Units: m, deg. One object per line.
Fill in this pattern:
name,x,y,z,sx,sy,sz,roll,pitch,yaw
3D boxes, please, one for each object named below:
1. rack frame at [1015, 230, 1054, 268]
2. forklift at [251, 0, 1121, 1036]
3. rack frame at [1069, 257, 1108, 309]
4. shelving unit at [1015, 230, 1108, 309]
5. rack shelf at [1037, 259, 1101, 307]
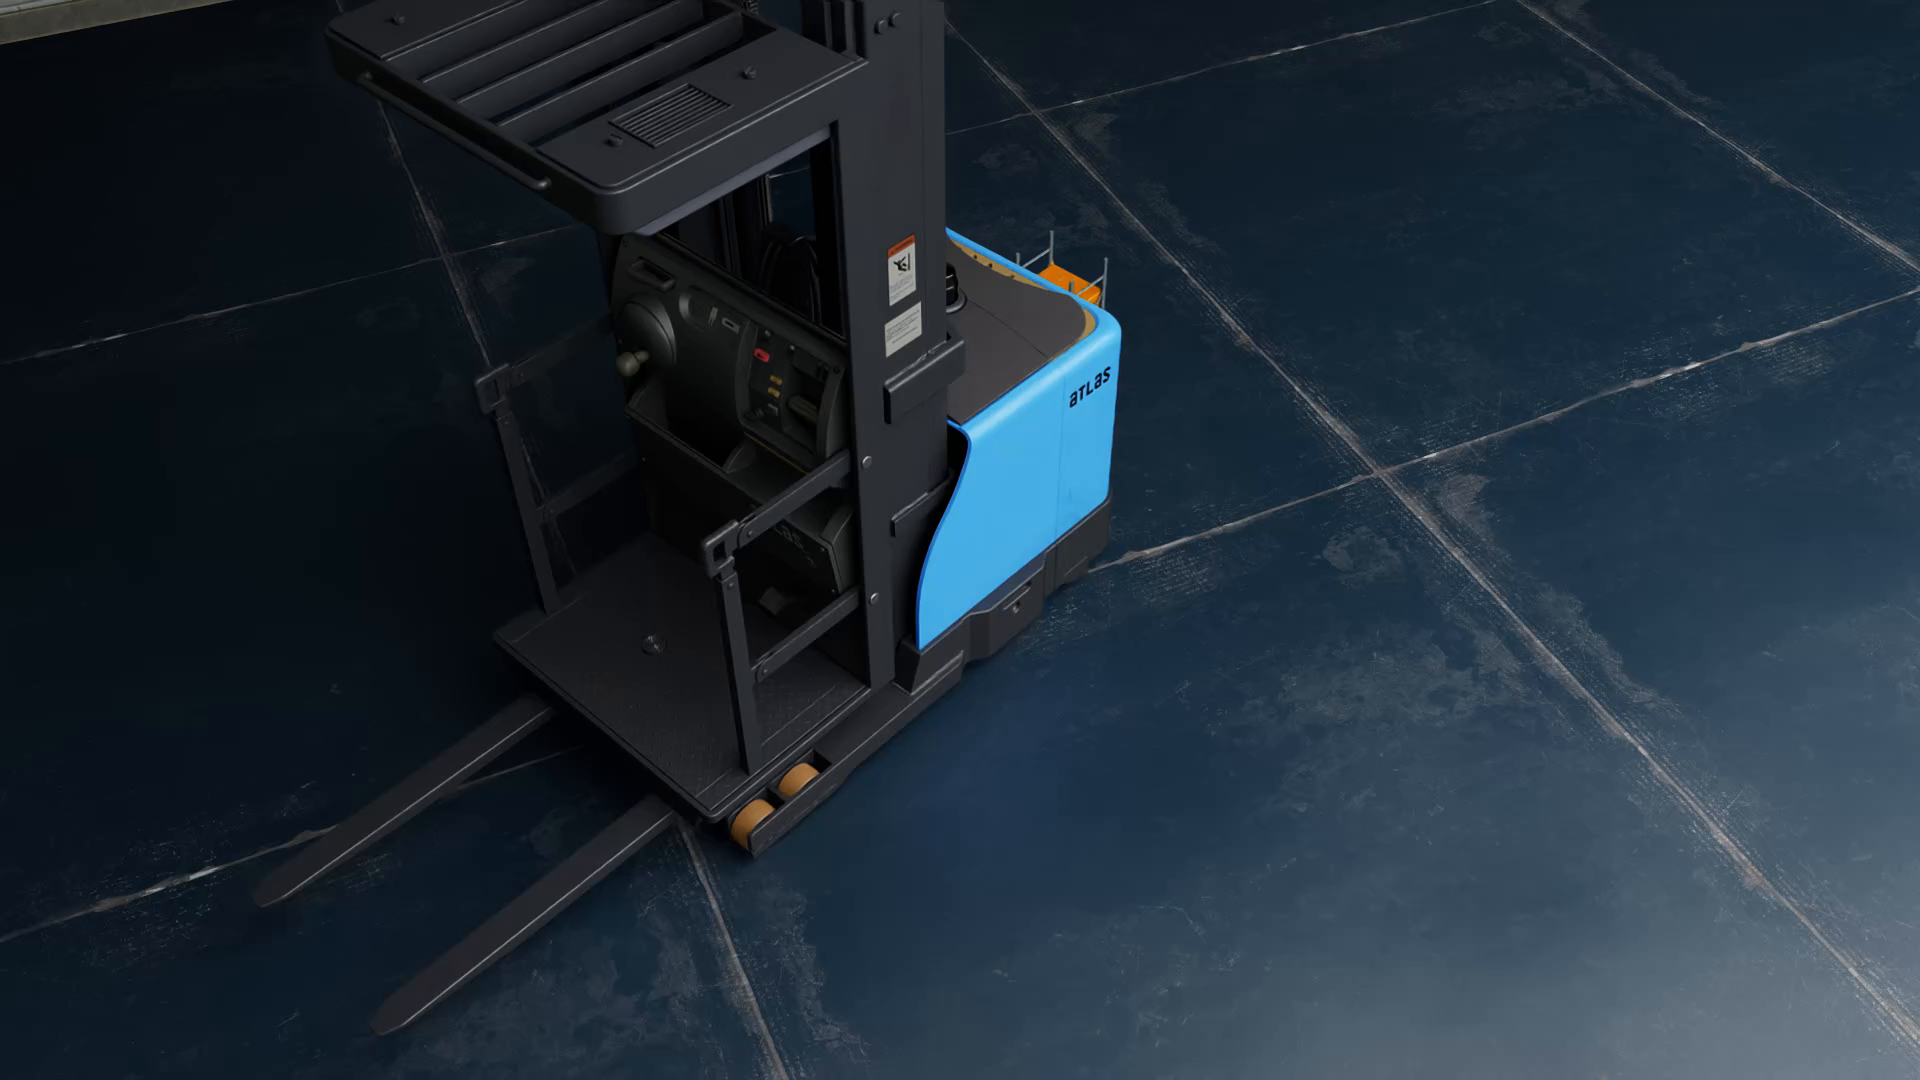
rack frame,0.260,-0.666,6.178,0.008,1.050,0.200,33,53,29
forklift,-0.816,-0.468,4.637,1.130,2.935,3.031,33,53,29
rack frame,0.441,-0.551,6.061,0.008,1.050,0.200,33,53,29
shelving unit,0.351,-0.609,6.119,0.252,1.050,0.215,33,53,29
rack shelf,0.351,-0.803,5.928,0.240,0.259,0.215,33,53,29
